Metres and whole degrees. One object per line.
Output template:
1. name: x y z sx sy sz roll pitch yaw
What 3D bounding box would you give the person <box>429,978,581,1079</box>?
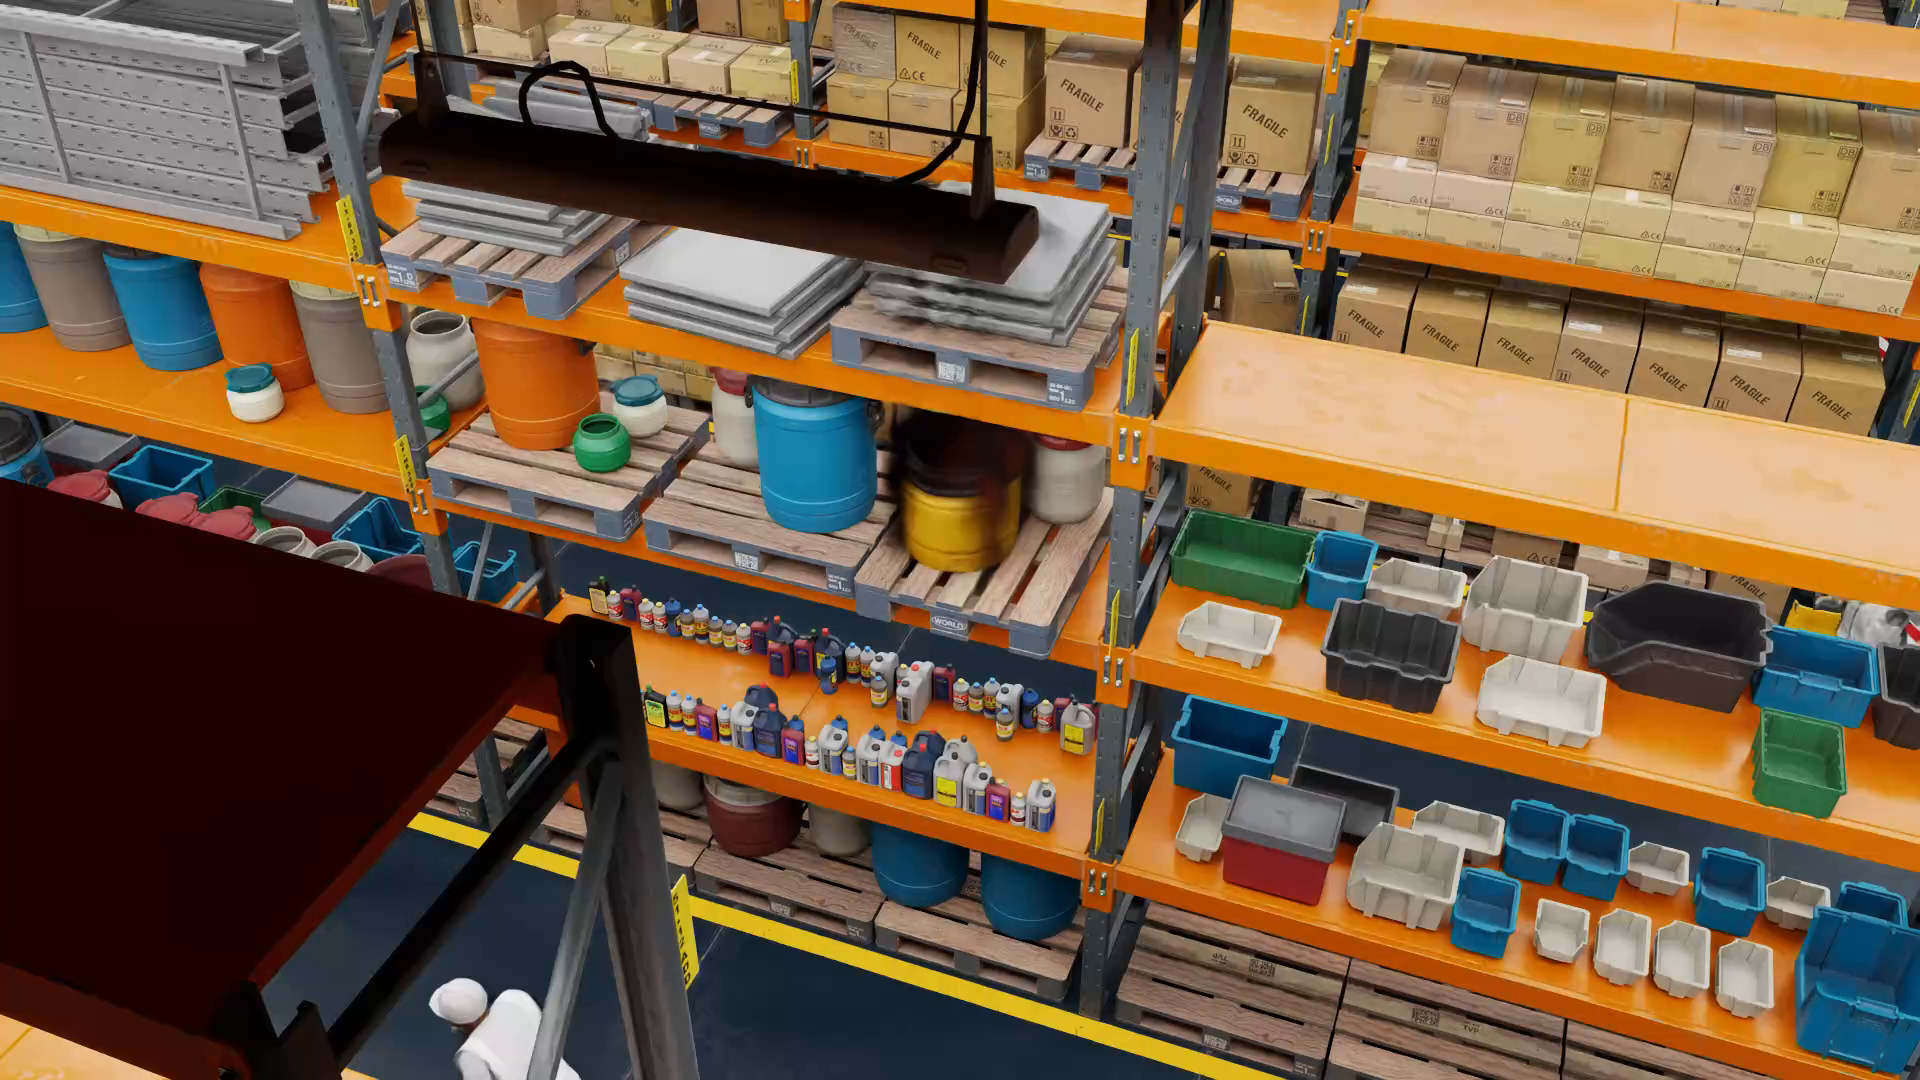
1. person: -2.113 2.832 8.189 0.965 1.669 0.725 11 38 15

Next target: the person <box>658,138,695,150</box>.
1. person: -2.962 -4.019 17.379 0.976 1.748 0.650 0 36 -1

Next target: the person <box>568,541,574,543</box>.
1. person: -2.868 -0.779 13.008 1.050 1.744 0.700 4 37 6

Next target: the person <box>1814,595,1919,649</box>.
1. person: 5.935 0.708 10.886 0.987 1.769 0.661 -2 37 -2
